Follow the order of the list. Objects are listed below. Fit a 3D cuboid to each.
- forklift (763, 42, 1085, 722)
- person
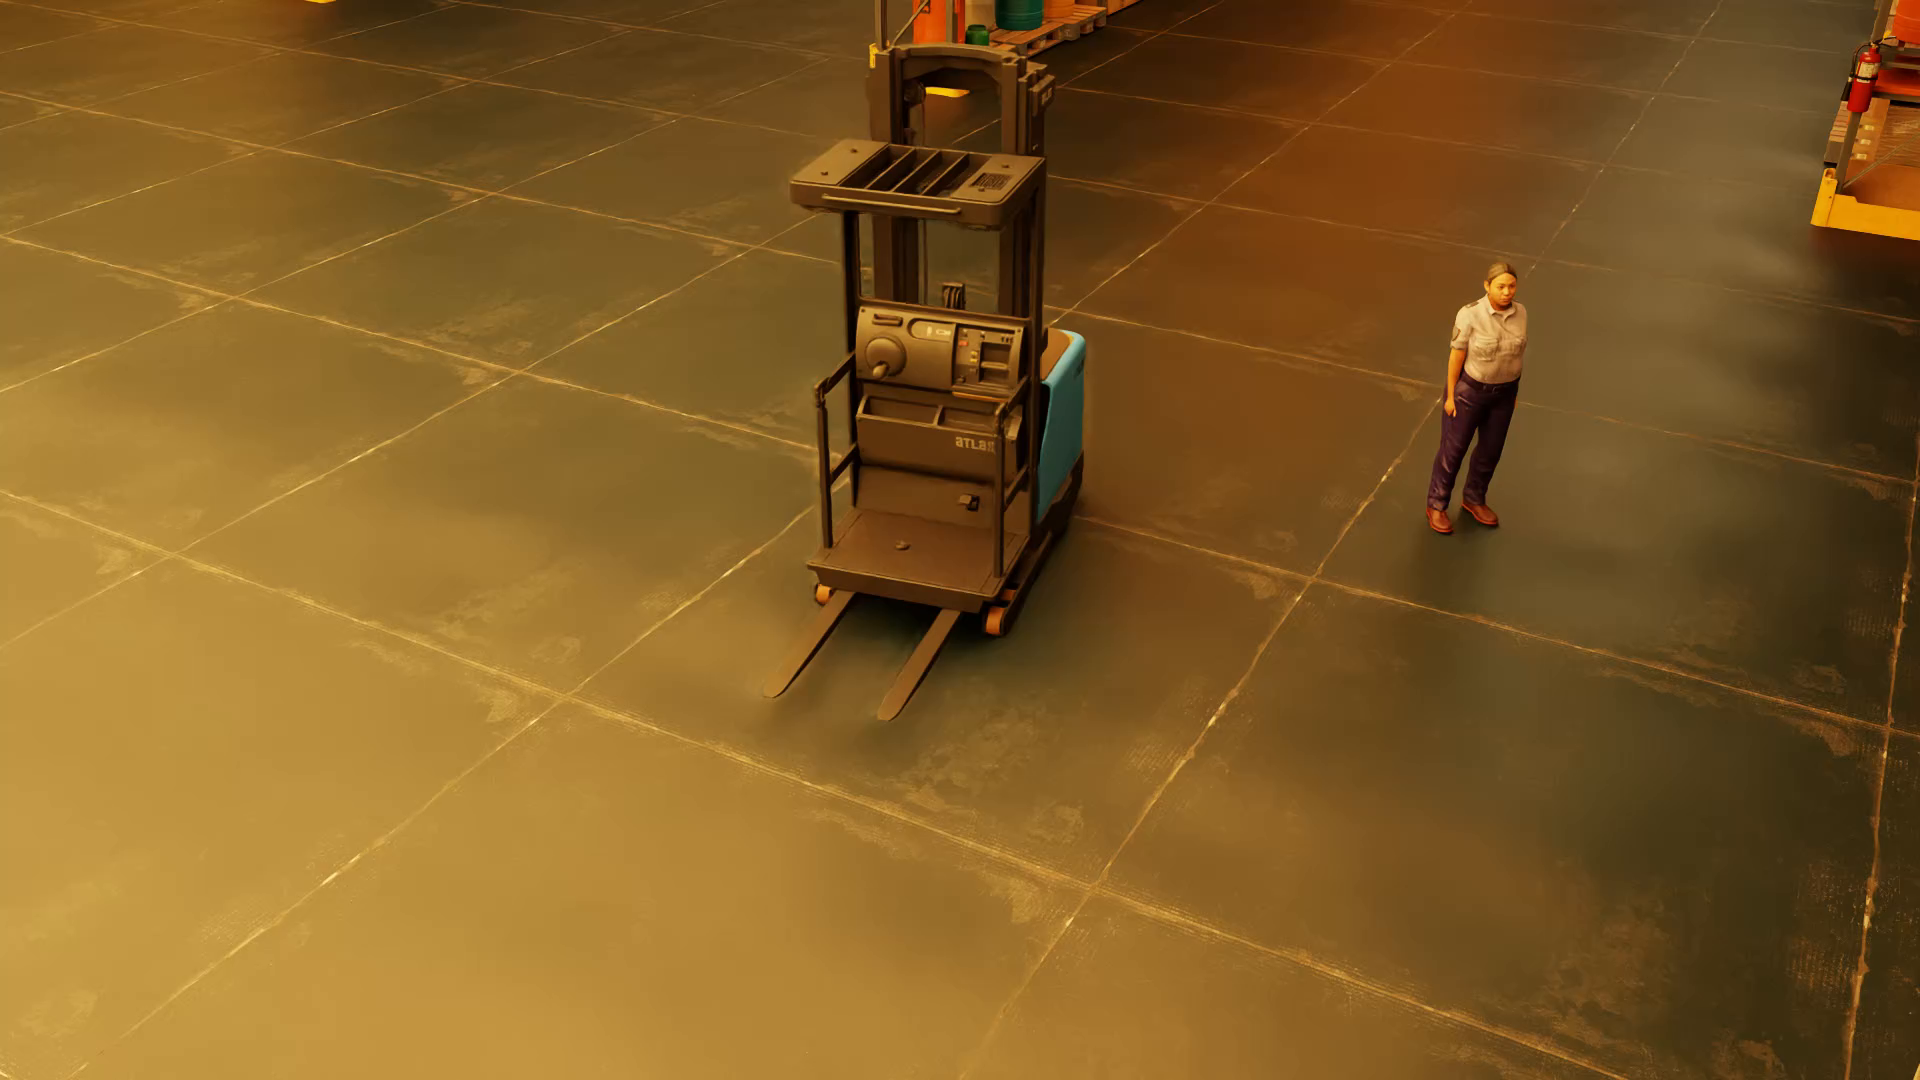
[{"bbox_3d":[-0.180,-0.970,8.752,1.130,2.935,3.031,9,31,16],"label":"forklift"},{"bbox_3d":[3.083,-0.850,9.831,0.479,1.653,0.348,-8,31,-13],"label":"person"}]
